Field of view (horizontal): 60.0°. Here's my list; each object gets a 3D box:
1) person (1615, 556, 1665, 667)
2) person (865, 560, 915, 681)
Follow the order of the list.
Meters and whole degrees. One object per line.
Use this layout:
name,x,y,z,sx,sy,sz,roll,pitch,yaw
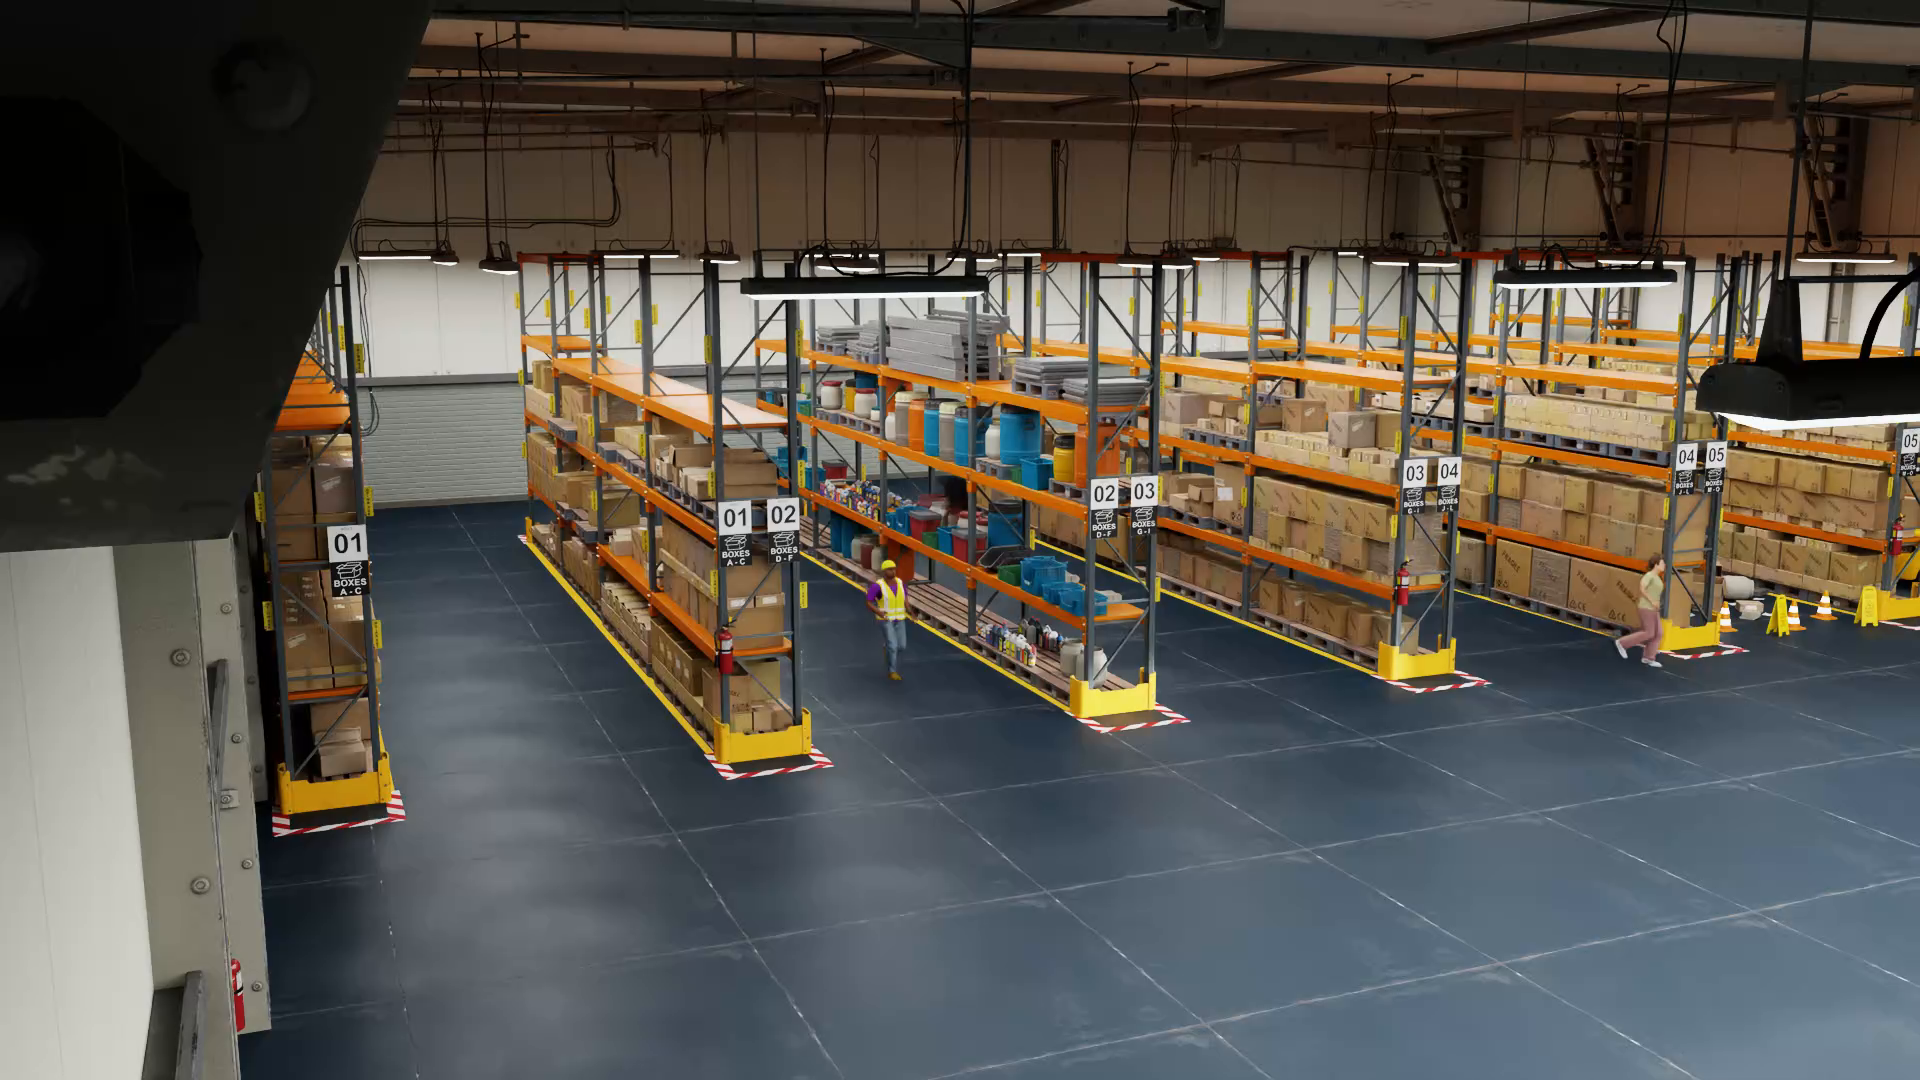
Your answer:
person,10.283,1.031,24.974,0.683,1.640,0.625,7,12,32
person,-1.023,1.129,23.874,0.702,1.724,0.598,-6,12,-31
